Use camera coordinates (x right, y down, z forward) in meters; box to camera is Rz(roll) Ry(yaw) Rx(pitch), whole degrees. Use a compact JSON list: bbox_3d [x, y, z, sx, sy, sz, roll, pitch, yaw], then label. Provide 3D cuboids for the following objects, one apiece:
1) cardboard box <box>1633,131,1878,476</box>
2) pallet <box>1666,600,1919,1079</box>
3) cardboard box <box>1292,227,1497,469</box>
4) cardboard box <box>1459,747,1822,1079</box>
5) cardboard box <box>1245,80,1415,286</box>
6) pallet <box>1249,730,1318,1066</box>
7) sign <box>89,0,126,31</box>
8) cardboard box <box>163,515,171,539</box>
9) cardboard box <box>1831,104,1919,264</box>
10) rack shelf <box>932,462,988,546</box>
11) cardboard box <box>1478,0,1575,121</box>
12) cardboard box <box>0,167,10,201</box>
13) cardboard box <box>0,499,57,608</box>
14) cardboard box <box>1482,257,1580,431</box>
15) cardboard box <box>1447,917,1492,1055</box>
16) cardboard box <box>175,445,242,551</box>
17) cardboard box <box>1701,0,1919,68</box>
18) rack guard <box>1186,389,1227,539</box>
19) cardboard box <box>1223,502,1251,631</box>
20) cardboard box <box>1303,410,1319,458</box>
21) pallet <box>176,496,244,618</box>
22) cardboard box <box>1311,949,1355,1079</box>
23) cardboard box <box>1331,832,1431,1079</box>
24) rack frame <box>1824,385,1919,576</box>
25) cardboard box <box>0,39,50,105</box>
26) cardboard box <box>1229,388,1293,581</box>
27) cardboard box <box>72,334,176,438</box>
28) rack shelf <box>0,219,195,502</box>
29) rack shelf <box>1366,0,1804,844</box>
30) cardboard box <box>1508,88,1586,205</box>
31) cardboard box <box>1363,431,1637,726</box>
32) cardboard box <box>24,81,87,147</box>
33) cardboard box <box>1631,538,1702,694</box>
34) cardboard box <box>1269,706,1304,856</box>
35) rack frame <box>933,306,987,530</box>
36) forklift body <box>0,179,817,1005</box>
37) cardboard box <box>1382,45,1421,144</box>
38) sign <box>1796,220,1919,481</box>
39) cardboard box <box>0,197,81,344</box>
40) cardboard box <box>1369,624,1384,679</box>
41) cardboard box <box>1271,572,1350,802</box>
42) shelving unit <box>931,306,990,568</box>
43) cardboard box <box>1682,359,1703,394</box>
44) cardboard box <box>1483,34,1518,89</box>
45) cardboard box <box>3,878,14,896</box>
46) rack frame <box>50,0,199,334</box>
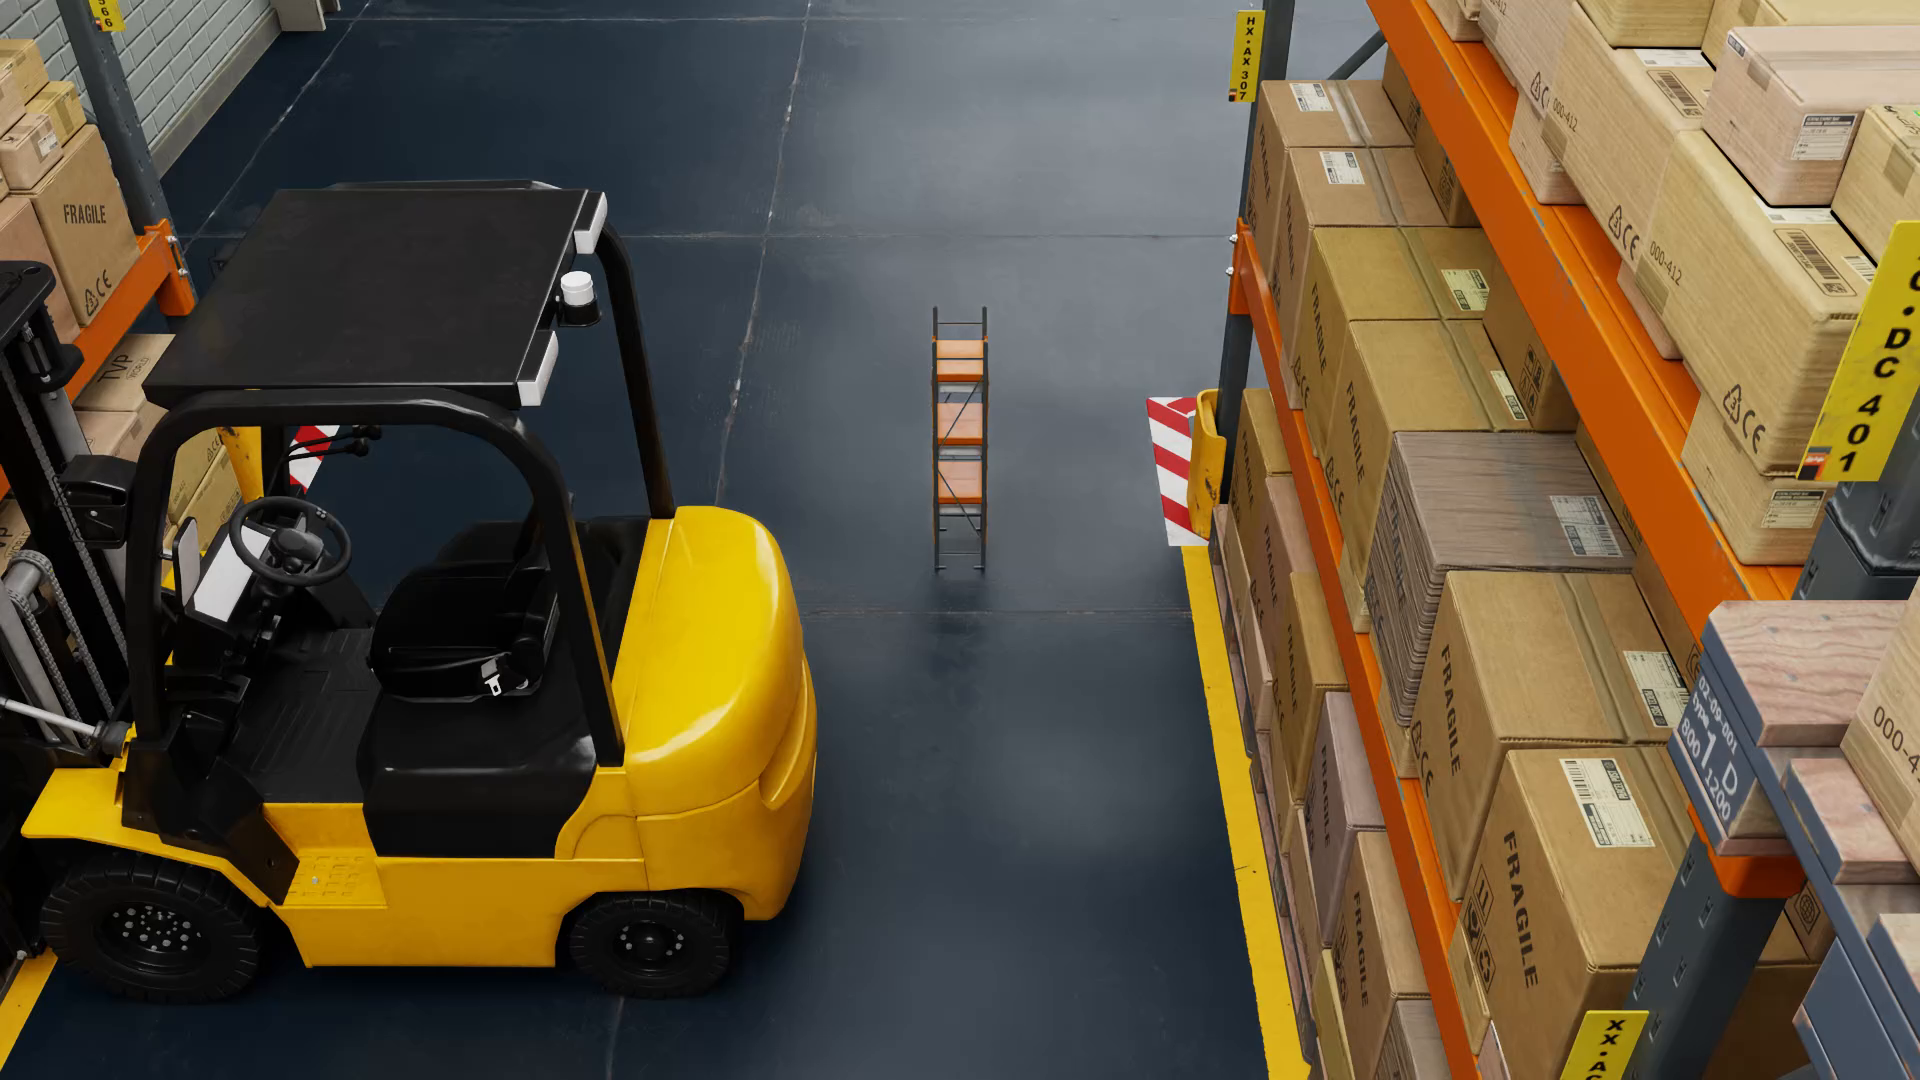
[{"bbox_3d":[1.270,-0.333,2.250,0.500,0.250,0.500,0,39,0],"label":"cardboard box"},{"bbox_3d":[1.434,0.461,1.528,1.213,0.211,1.003,0,39,0],"label":"pallet"},{"bbox_3d":[1.264,-0.546,4.714,0.500,0.500,0.500,-1,39,-1],"label":"cardboard box"},{"bbox_3d":[1.290,0.739,3.111,0.500,0.500,0.500,-1,39,-1],"label":"cardboard box"},{"bbox_3d":[1.258,-1.188,5.516,0.500,0.500,0.500,-1,39,-1],"label":"cardboard box"},{"bbox_3d":[1.499,1.075,5.239,1.003,0.211,1.213,0,39,0],"label":"pallet"},{"bbox_3d":[-2.886,-1.859,5.556,0.100,0.325,0.005,0,39,0],"label":"sign"},{"bbox_3d":[-3.126,0.008,5.804,0.500,0.250,0.500,0,39,0],"label":"cardboard box"},{"bbox_3d":[1.321,-0.410,2.027,0.380,0.149,0.250,1,39,1],"label":"cardboard box"},{"bbox_3d":[0.000,-0.151,6.560,0.215,0.259,0.240,0,39,0],"label":"rack shelf"},{"bbox_3d":[1.282,-0.967,3.041,0.500,0.250,0.500,-1,39,-1],"label":"cardboard box"},{"bbox_3d":[-3.179,-1.077,5.096,0.380,0.149,0.250,1,39,1],"label":"cardboard box"},{"bbox_3d":[-3.099,0.118,5.267,0.500,0.250,0.500,0,39,1],"label":"cardboard box"},{"bbox_3d":[1.712,-0.608,3.993,0.700,0.500,0.500,0,39,0],"label":"cardboard box"},{"bbox_3d":[1.227,0.913,3.413,0.380,0.149,0.250,1,39,1],"label":"cardboard box"},{"bbox_3d":[-3.112,-0.121,6.365,0.500,0.250,0.500,0,39,0],"label":"cardboard box"},{"bbox_3d":[1.333,-0.735,2.433,0.380,0.149,0.250,1,39,1],"label":"cardboard box"},{"bbox_3d":[1.535,-0.306,6.733,1.175,0.500,0.348,0,39,0],"label":"rack guard"},{"bbox_3d":[1.259,0.084,6.109,0.500,0.250,0.500,0,39,0],"label":"cardboard box"},{"bbox_3d":[1.250,-0.374,5.020,0.380,0.149,0.250,1,39,1],"label":"cardboard box"},{"bbox_3d":[-3.386,0.243,6.278,1.003,0.211,1.213,0,39,0],"label":"pallet"},{"bbox_3d":[1.259,1.379,4.494,0.500,0.250,0.500,-1,39,-1],"label":"cardboard box"},{"bbox_3d":[1.268,1.101,4.241,0.500,0.500,0.500,1,39,1],"label":"cardboard box"},{"bbox_3d":[1.539,-1.169,1.013,1.000,3.000,0.127,0,39,0],"label":"rack frame"},{"bbox_3d":[-3.218,-1.508,5.396,0.380,0.149,0.250,0,39,0],"label":"cardboard box"},{"bbox_3d":[1.260,-0.193,5.856,0.500,0.500,0.500,-1,39,-2],"label":"cardboard box"},{"bbox_3d":[-3.117,-0.517,6.060,0.500,0.250,0.500,1,39,1],"label":"cardboard box"},{"bbox_3d":[-3.427,0.208,4.667,1.077,0.370,4.000,0,39,0],"label":"rack shelf"},{"bbox_3d":[1.537,-0.968,3.736,1.077,0.370,4.000,0,39,0],"label":"rack shelf"},{"bbox_3d":[1.247,-0.741,3.078,0.380,0.149,0.250,1,39,1],"label":"cardboard box"},{"bbox_3d":[1.278,0.093,3.918,0.500,0.500,0.500,1,39,1],"label":"cardboard box"},{"bbox_3d":[-3.148,-1.399,5.498,0.380,0.149,0.250,0,39,1],"label":"cardboard box"},{"bbox_3d":[1.777,0.032,3.194,0.700,0.500,0.500,0,39,0],"label":"cardboard box"},{"bbox_3d":[1.265,0.745,5.285,0.500,0.250,0.500,2,39,3],"label":"cardboard box"},{"bbox_3d":[0.000,-0.453,6.475,0.200,1.050,0.008,0,39,0],"label":"rack frame"},{"bbox_3d":[-1.602,0.192,4.790,2.313,2.155,1.214,0,39,0],"label":"forklift body"},{"bbox_3d":[1.754,-1.555,5.175,0.700,0.500,0.500,-1,39,-1],"label":"cardboard box"},{"bbox_3d":[0.997,-0.195,1.783,0.100,0.325,0.005,0,39,0],"label":"sign"},{"bbox_3d":[-3.174,-0.730,5.183,0.500,0.500,0.500,1,39,1],"label":"cardboard box"},{"bbox_3d":[1.259,0.274,4.210,0.380,0.149,0.250,-1,39,-1],"label":"cardboard box"},{"bbox_3d":[1.257,0.447,5.057,0.500,0.500,0.500,1,39,1],"label":"cardboard box"},{"bbox_3d":[0.000,-0.376,6.380,0.215,1.050,0.252,0,39,0],"label":"shelving unit"},{"bbox_3d":[1.322,-0.255,2.472,0.380,0.149,0.250,0,39,0],"label":"cardboard box"},{"bbox_3d":[1.328,-1.064,3.482,0.380,0.149,0.250,0,39,0],"label":"cardboard box"},{"bbox_3d":[-3.107,0.828,5.181,0.500,0.250,0.500,1,39,1],"label":"cardboard box"},{"bbox_3d":[-3.429,-1.323,6.003,1.000,3.000,0.127,0,39,0],"label":"rack frame"}]
